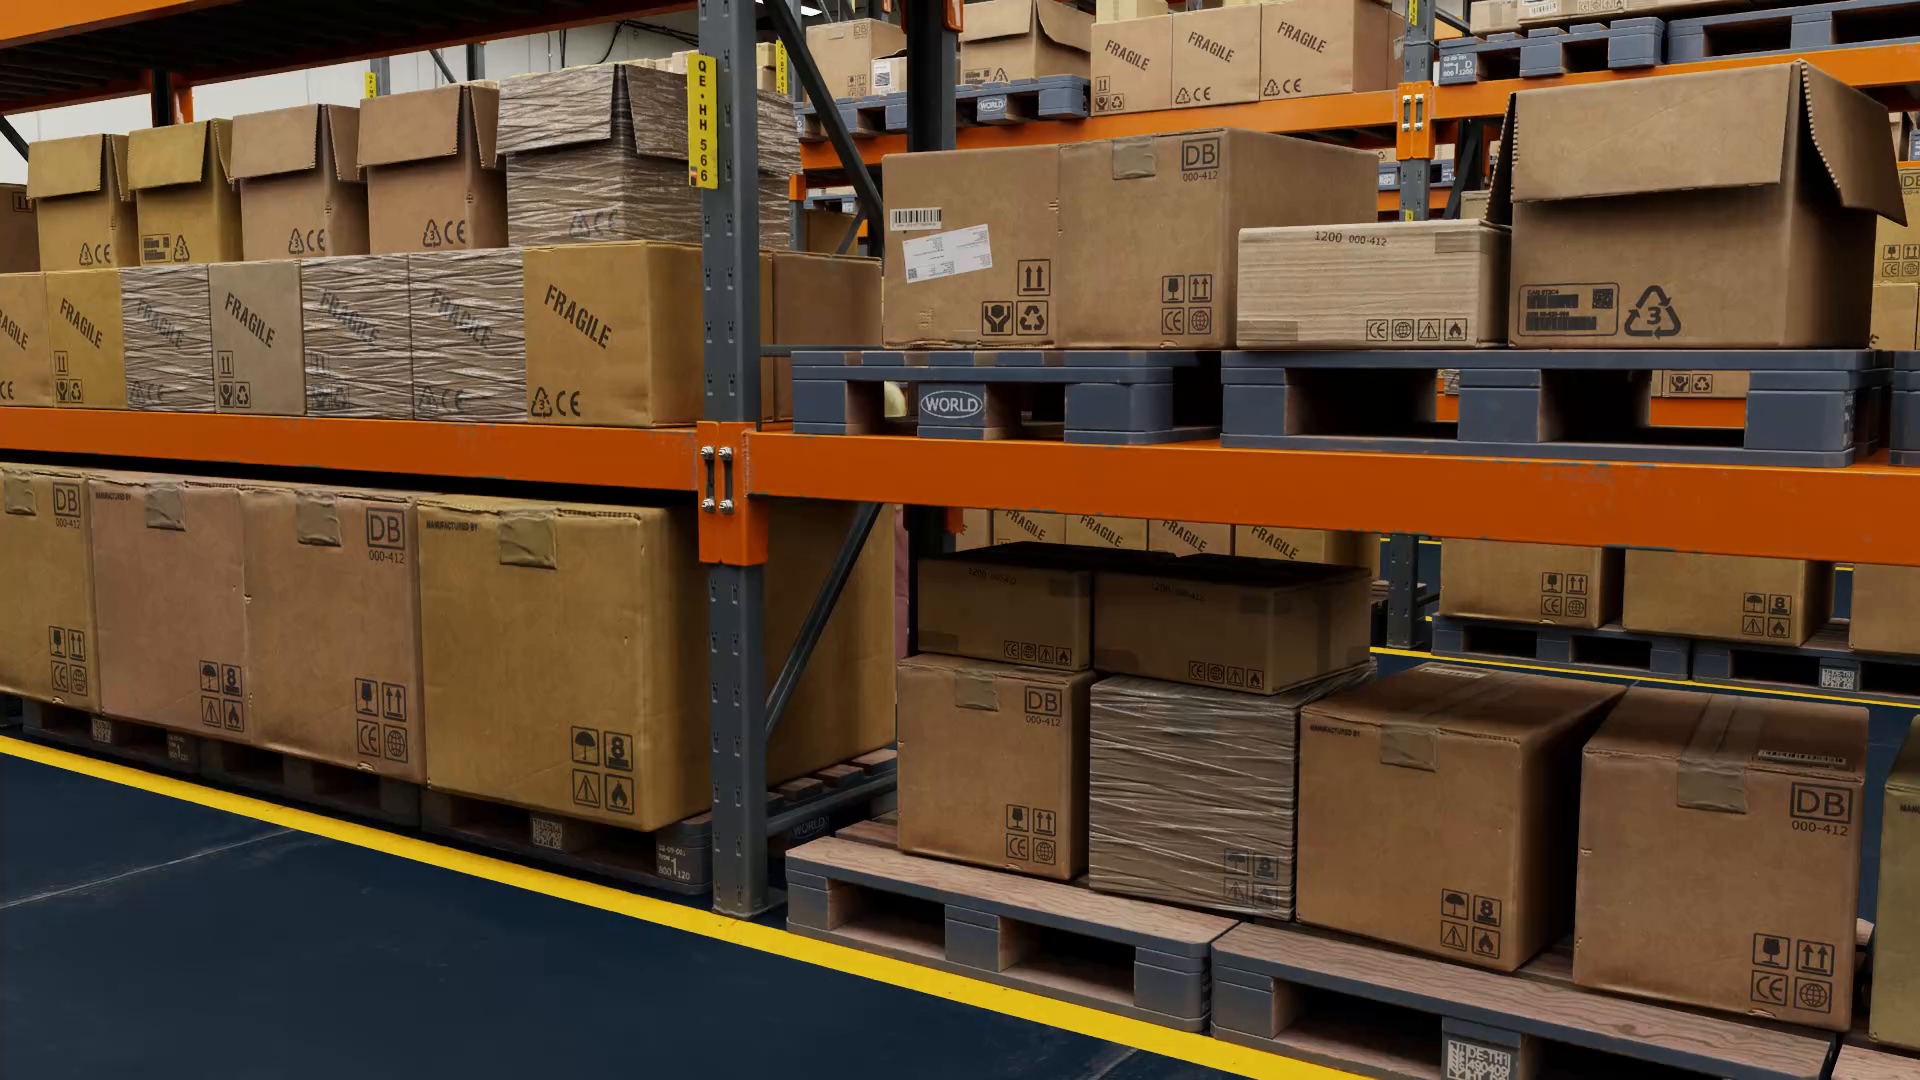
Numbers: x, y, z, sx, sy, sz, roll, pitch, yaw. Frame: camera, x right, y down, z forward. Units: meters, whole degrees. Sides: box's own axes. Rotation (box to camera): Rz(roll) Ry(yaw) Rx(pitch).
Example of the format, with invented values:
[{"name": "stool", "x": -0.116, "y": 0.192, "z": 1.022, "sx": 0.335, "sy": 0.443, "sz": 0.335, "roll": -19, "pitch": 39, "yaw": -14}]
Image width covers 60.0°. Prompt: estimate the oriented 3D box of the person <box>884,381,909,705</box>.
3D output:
[{"name": "person", "x": -0.383, "y": -0.004, "z": 7.192, "sx": 0.508, "sy": 1.417, "sz": 0.616, "roll": 4, "pitch": 8, "yaw": 34}]
